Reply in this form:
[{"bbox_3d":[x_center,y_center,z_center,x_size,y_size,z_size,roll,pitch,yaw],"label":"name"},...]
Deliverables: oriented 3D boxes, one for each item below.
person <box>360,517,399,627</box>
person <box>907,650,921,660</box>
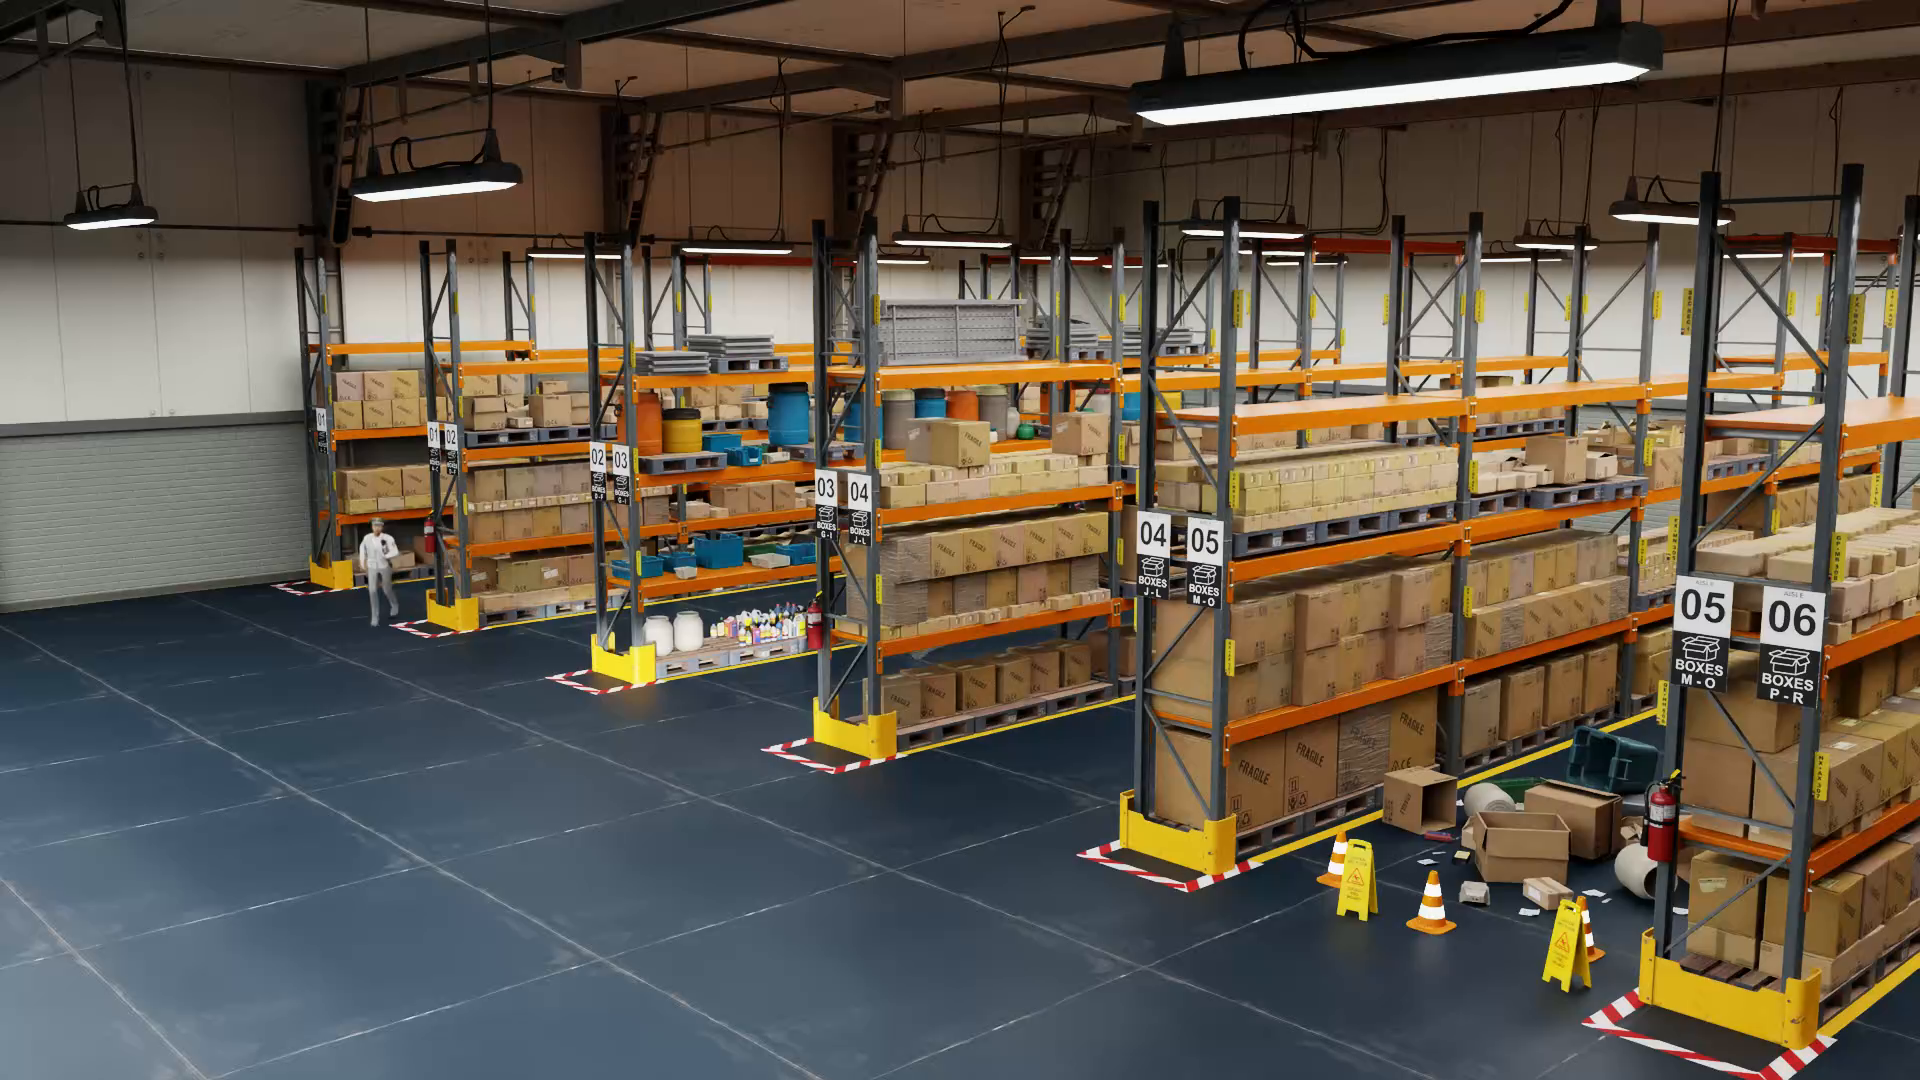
[{"bbox_3d":[-9.203,0.458,26.380,0.631,1.683,0.949,-1,8,-6],"label":"person"},{"bbox_3d":[-0.770,0.912,23.743,0.605,1.578,0.905,2,9,15],"label":"person"}]
